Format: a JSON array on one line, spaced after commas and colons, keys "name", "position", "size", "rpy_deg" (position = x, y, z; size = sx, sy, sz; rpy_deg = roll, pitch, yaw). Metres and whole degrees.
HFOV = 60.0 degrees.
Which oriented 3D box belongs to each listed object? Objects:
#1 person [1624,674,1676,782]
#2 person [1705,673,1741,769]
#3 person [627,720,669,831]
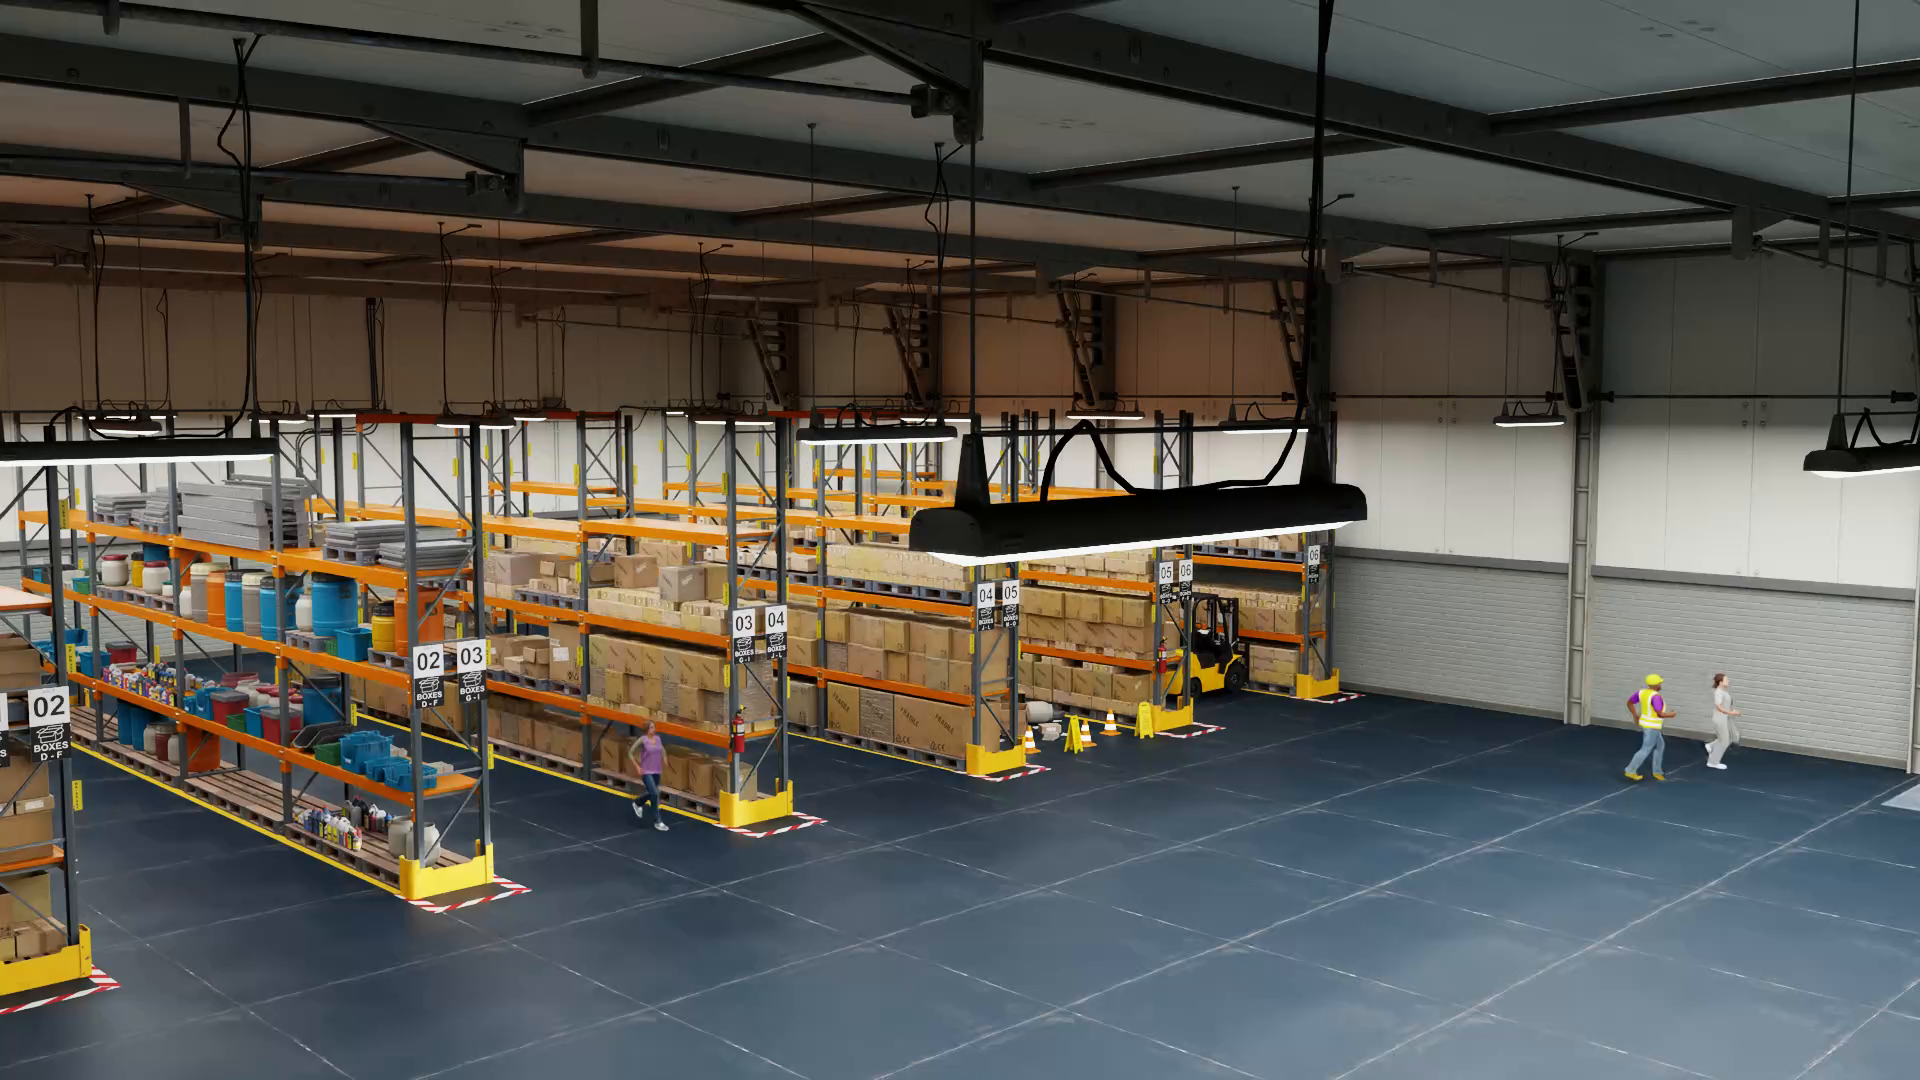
[{"name": "person", "position": [11.267, 3.102, 27.158], "size": [0.774, 1.824, 0.680], "rpy_deg": [0, 5, 3]}, {"name": "person", "position": [12.964, 3.069, 28.235], "size": [0.555, 1.631, 0.558], "rpy_deg": [3, 6, 32]}, {"name": "person", "position": [-4.564, 3.423, 24.360], "size": [0.855, 1.573, 0.558], "rpy_deg": [4, 7, 41]}]
